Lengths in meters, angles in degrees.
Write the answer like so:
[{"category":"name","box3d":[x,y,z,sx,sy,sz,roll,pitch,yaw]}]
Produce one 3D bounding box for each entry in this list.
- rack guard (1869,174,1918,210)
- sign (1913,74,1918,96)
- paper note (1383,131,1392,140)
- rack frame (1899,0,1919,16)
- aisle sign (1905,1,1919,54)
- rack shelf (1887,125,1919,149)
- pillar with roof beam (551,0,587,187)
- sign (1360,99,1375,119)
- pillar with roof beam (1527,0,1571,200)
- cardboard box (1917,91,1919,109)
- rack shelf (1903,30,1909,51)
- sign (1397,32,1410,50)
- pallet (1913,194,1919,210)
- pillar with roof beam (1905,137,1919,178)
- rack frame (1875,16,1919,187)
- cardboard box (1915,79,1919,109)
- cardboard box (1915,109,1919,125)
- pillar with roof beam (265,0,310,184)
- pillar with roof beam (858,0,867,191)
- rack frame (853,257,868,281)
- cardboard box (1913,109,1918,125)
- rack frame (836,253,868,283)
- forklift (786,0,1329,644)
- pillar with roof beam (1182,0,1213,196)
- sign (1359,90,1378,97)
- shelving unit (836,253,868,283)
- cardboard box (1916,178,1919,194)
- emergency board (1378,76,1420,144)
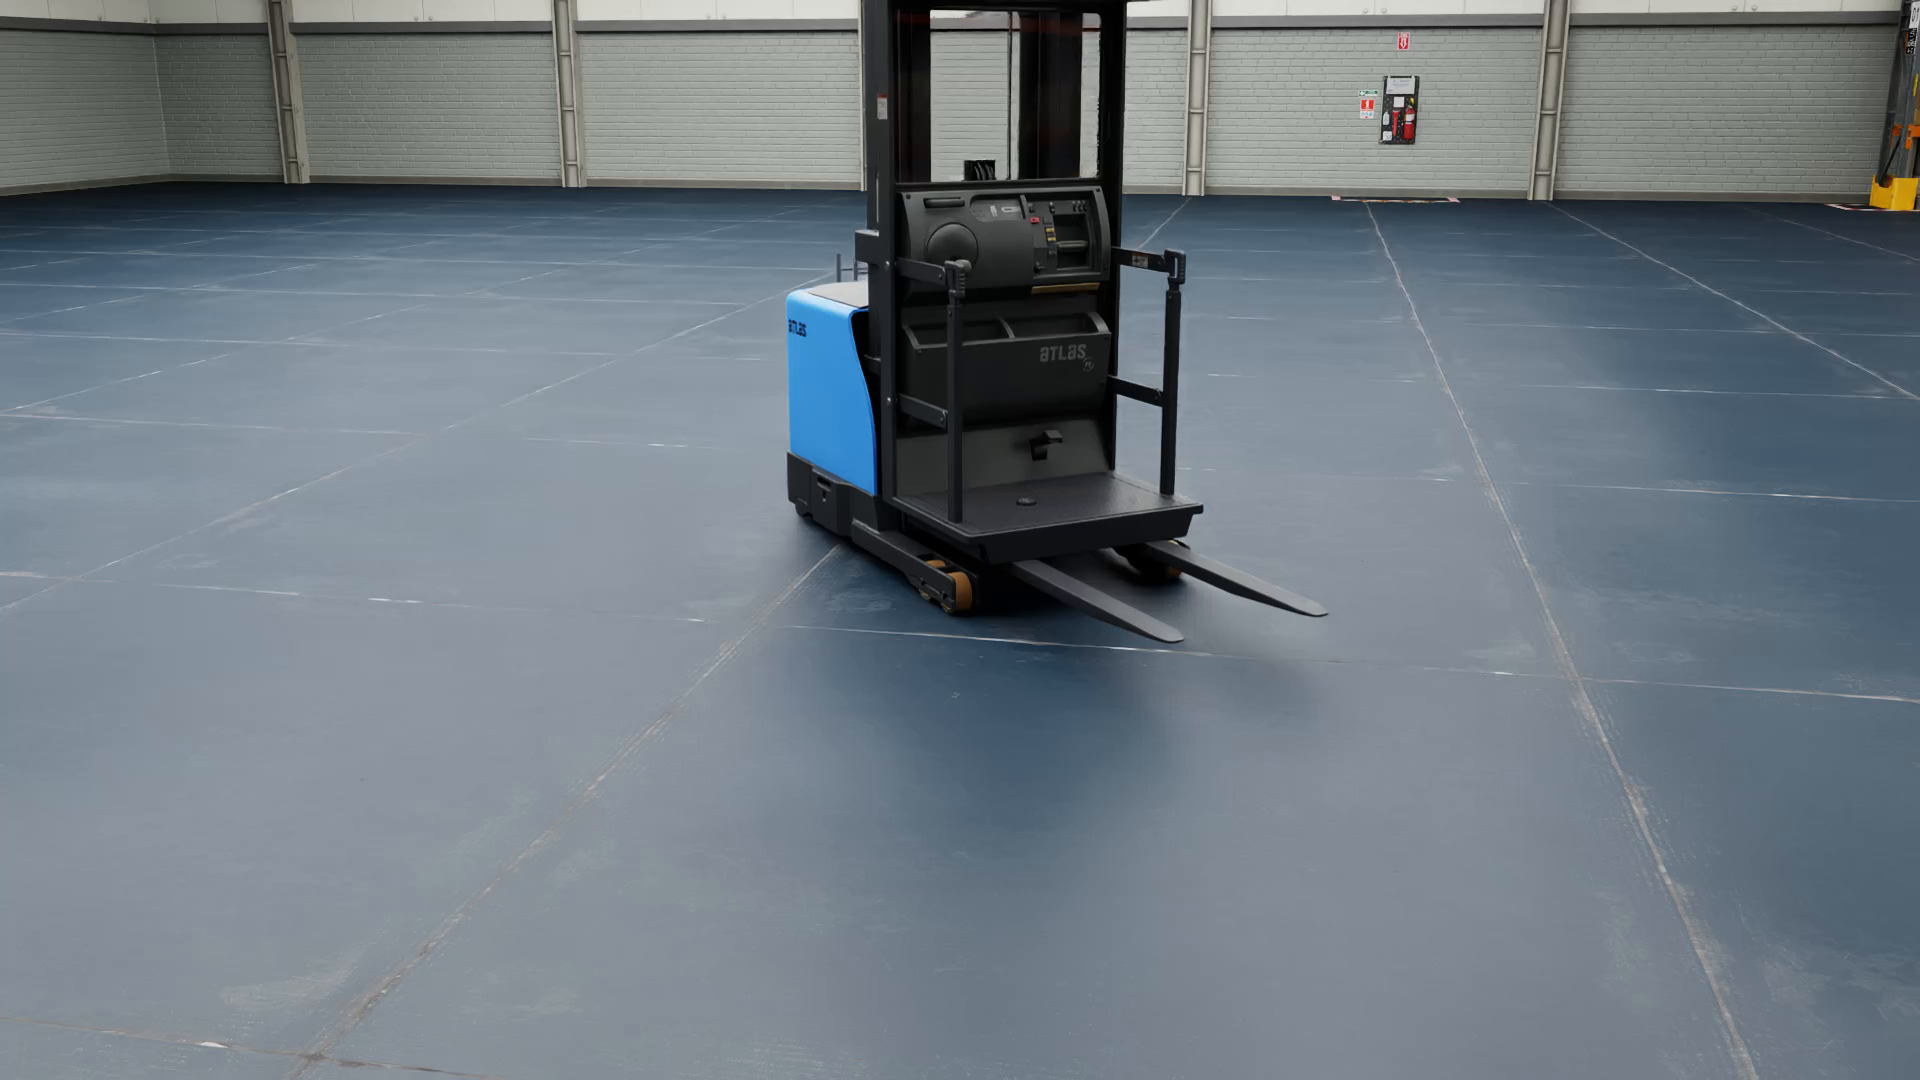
[{"category":"rack guard","box3d":[15.215,-5.674,27.110,0.348,0.500,1.175,3,16,11]},{"category":"sign","box3d":[15.033,-7.158,26.163,0.005,0.325,0.100,3,16,11]},{"category":"paper note","box3d":[7.545,-7.135,29.353,0.142,0.148,0.016,3,16,11]},{"category":"rack frame","box3d":[15.140,-9.774,25.991,0.127,3.000,1.000,3,16,11]},{"category":"aisle sign","box3d":[15.010,-8.061,26.175,0.004,0.787,0.394,3,16,11]},{"category":"rack shelf","box3d":[17.100,-6.430,26.503,4.000,0.370,1.077,3,16,11]},{"category":"pillar with roof beam","box3d":[-8.378,-10.114,27.216,0.400,9.000,9.100,3,16,11]},{"category":"sign","box3d":[7.184,-7.606,29.336,0.234,0.329,0.001,3,16,11]},{"category":"pillar with roof beam","box3d":[9.261,-9.156,23.760,0.400,9.000,9.100,3,16,11]},{"category":"cardboard box","box3d":[15.548,-7.078,26.333,0.500,0.500,0.500,3,16,11]},{"category":"rack shelf","box3d":[17.100,-7.875,26.103,4.000,0.370,1.077,3,16,11]},{"category":"sign","box3d":[7.717,-8.676,28.923,0.199,0.298,0.001,3,16,11]},{"category":"pallet","box3d":[16.004,-5.482,26.960,1.213,0.211,1.003,3,16,11]},{"category":"pillar with roof beam","box3d":[15.141,-8.837,22.607,0.400,9.000,9.100,3,16,11]},{"category":"rack frame","box3d":[15.140,-6.883,26.791,0.127,3.000,1.000,3,16,11]},{"category":"cardboard box","box3d":[15.645,-7.212,26.819,0.500,0.500,0.500,3,16,10]},{"category":"cardboard box","box3d":[15.555,-6.711,26.415,0.500,0.250,0.500,3,16,9]},{"category":"pillar with roof beam","box3d":[-14.257,-10.433,28.369,0.400,9.000,9.100,3,16,11]},{"category":"pillar with roof beam","box3d":[-2.498,-9.794,26.064,0.400,9.000,9.100,3,16,11]},{"category":"rack frame","box3d":[-0.410,-0.789,8.158,0.240,1.200,0.006,-8,18,-29]},{"category":"cardboard box","box3d":[15.637,-6.846,26.902,0.500,0.250,0.500,3,16,12]},{"category":"rack frame","box3d":[-0.502,-0.831,8.310,0.240,1.200,0.006,-8,18,-29]},{"category":"forklift","box3d":[0.297,-1.259,6.618,1.130,2.935,3.031,-8,17,-26]},{"category":"pillar with roof beam","box3d":[3.382,-9.475,24.912,0.400,9.000,9.100,3,16,11]},{"category":"sign","box3d":[7.187,-7.859,29.256,0.331,0.109,0.001,3,16,11]},{"category":"shelving unit","box3d":[-0.456,-0.810,8.234,0.258,1.200,0.189,-8,18,-29]},{"category":"cardboard box","box3d":[15.801,-5.739,26.874,0.500,0.311,0.500,1,16,5]},{"category":"emergency board","box3d":[7.705,-7.532,29.137,0.643,1.169,0.194,3,16,11]}]
